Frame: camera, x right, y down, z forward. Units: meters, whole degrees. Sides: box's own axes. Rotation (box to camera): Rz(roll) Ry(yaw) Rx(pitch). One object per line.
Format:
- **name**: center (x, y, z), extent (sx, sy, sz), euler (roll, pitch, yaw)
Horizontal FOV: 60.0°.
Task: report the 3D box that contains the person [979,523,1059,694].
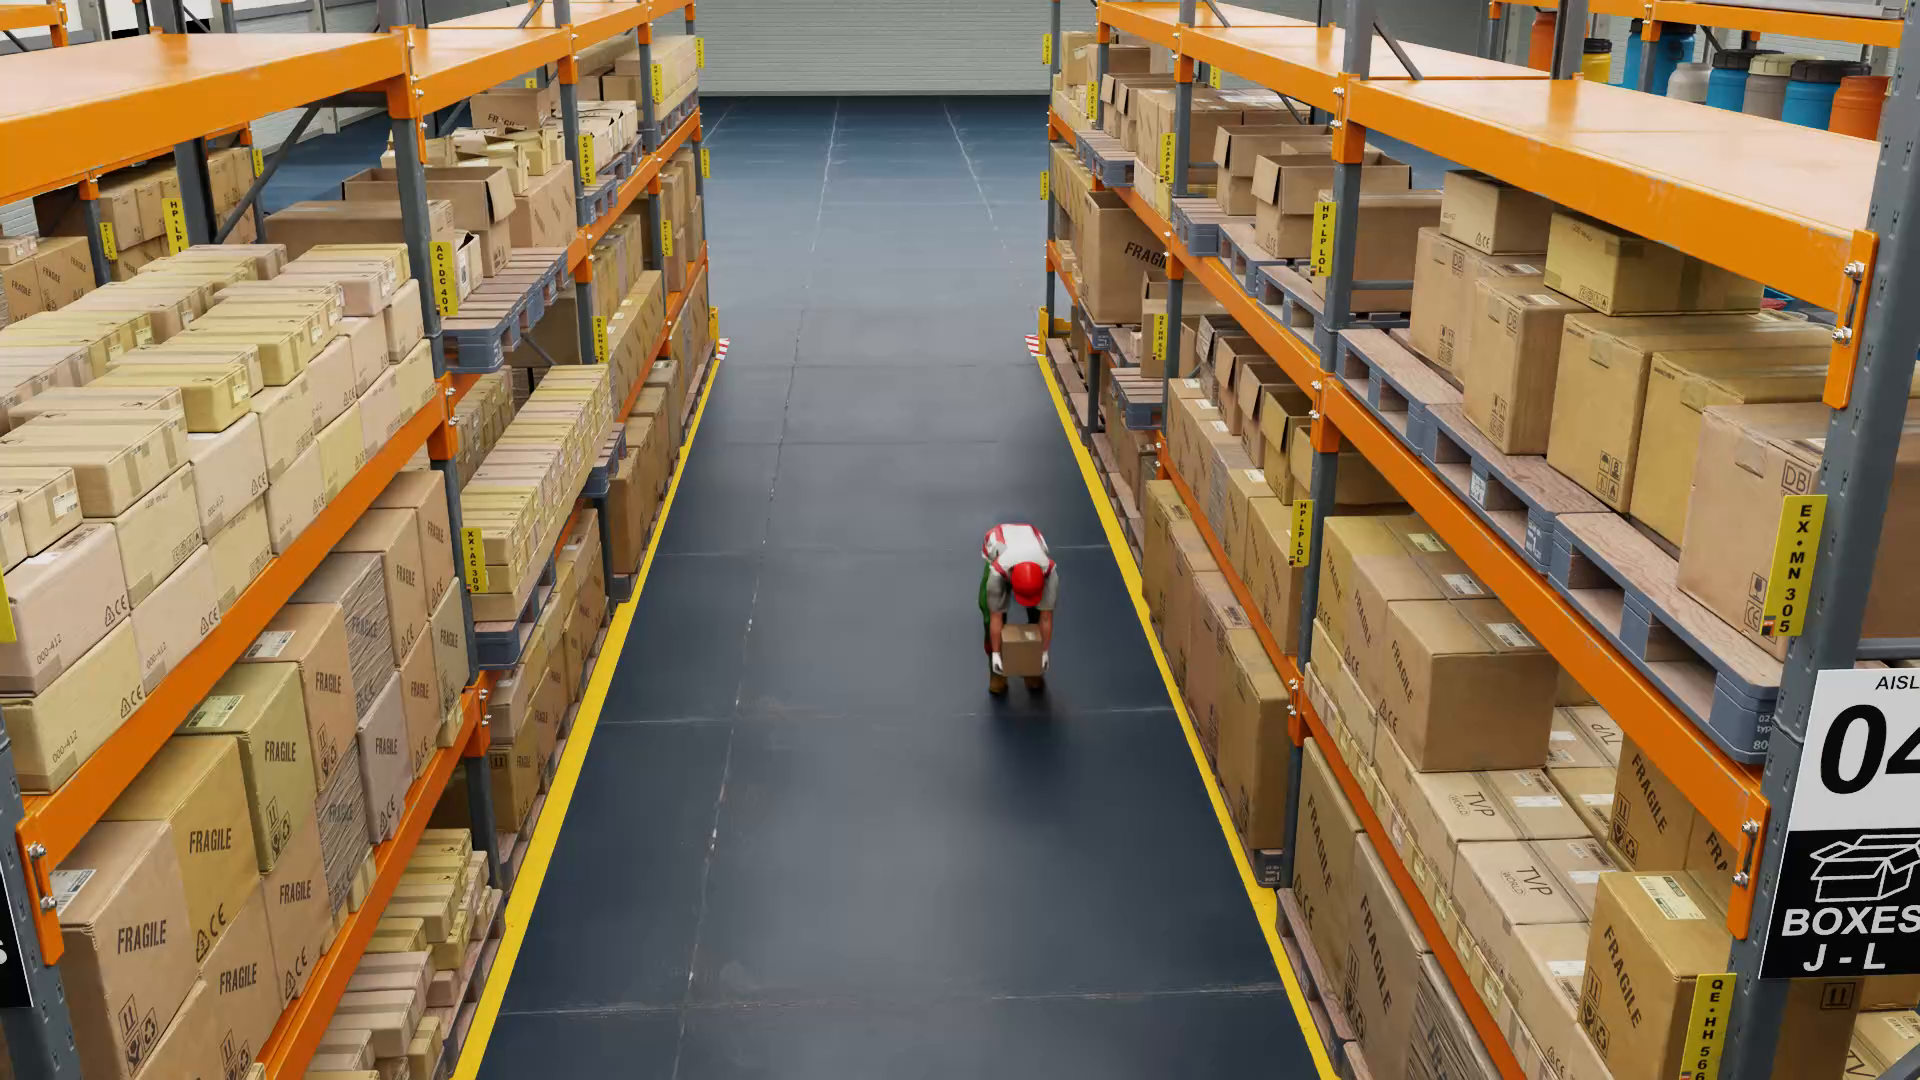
- **person**: center (0.384, 0.504, 10.652), extent (0.498, 1.106, 0.965), euler (-2, 20, -5)
